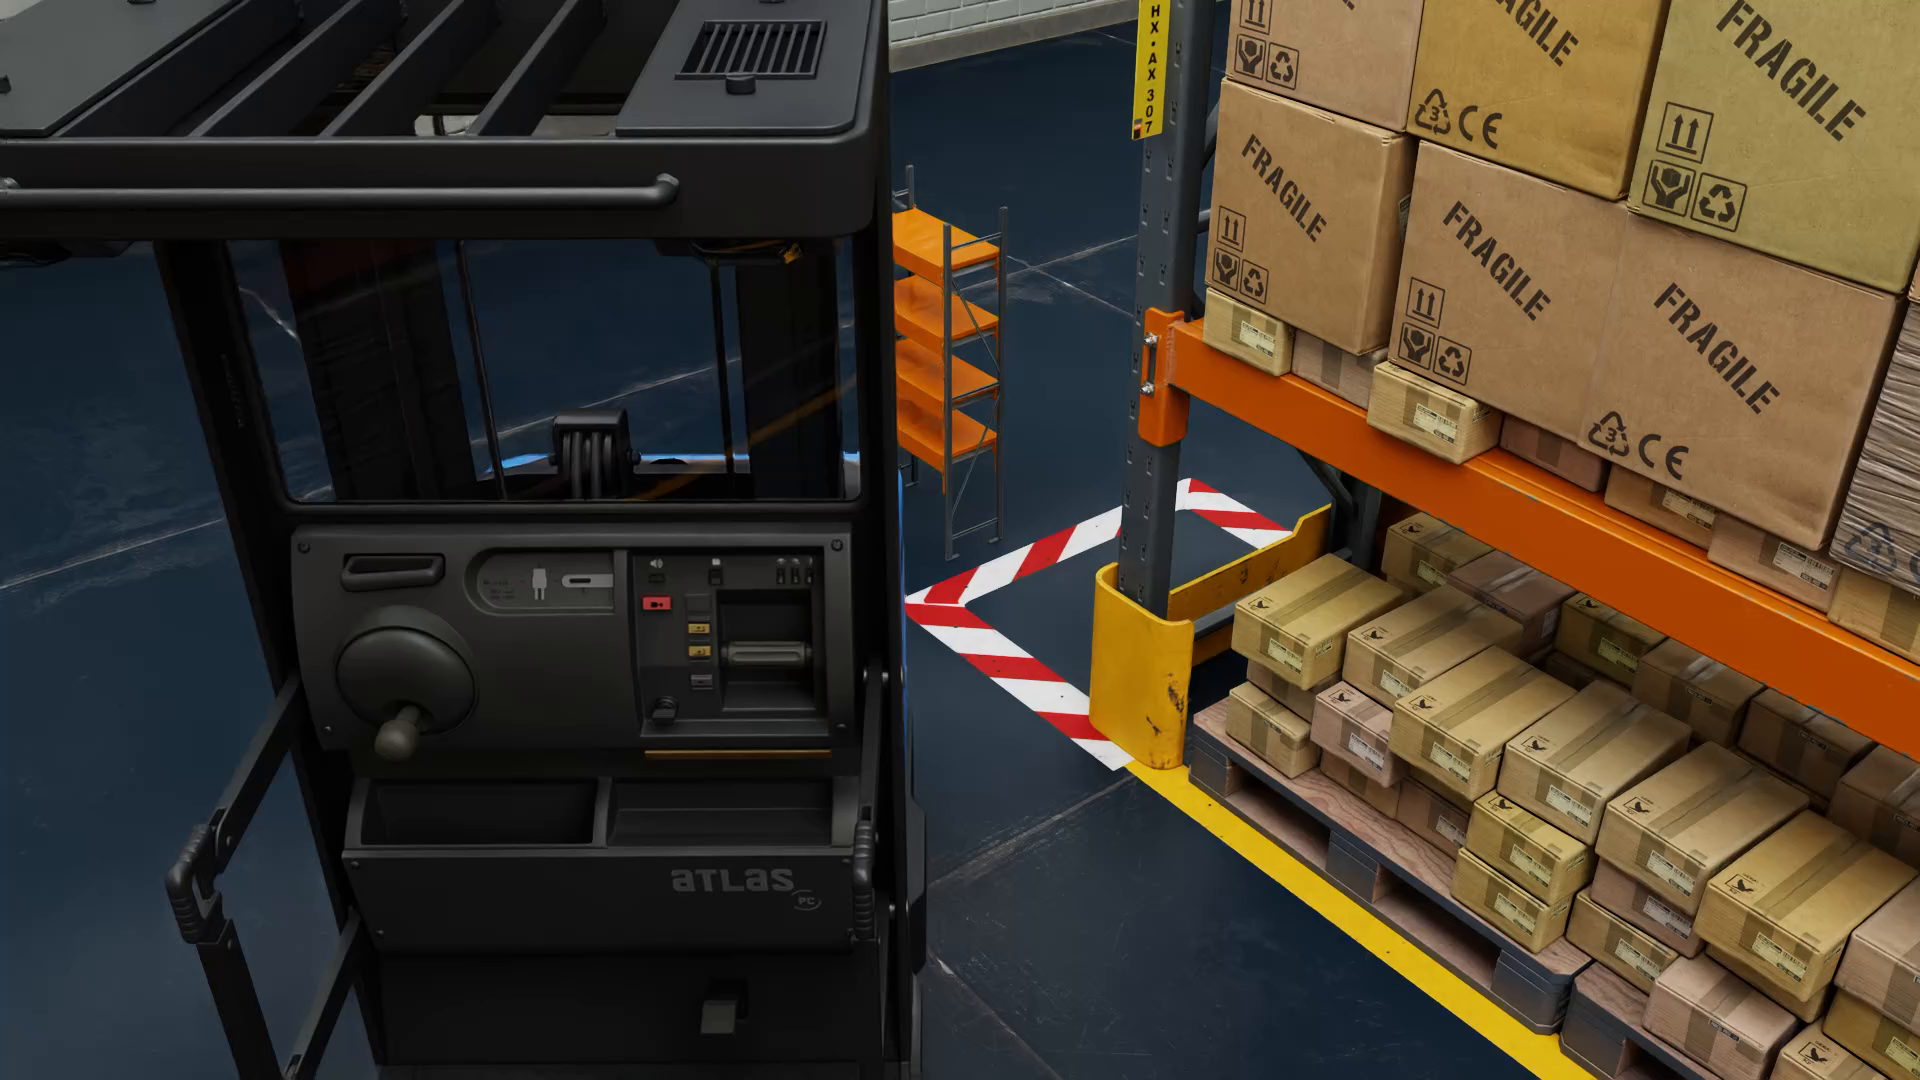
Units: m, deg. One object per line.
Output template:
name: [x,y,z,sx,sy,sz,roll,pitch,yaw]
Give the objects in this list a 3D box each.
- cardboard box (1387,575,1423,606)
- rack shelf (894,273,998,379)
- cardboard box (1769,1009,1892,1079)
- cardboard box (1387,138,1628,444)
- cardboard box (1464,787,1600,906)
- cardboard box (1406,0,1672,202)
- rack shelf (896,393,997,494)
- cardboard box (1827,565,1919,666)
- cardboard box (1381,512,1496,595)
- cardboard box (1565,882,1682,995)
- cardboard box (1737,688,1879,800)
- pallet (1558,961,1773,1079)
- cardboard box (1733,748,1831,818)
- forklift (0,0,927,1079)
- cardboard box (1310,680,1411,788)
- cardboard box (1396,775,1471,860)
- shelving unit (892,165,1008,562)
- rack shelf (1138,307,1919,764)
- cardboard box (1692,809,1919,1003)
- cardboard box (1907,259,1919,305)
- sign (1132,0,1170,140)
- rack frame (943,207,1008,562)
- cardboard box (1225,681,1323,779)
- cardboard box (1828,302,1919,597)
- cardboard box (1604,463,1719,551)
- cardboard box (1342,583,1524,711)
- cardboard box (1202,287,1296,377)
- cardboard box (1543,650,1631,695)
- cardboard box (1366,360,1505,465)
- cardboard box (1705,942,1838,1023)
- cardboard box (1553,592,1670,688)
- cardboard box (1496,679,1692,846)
cardboard box: [1.422,0.133,4.715,0.380,0.149,0.250,-23,39,-33]
rack shelf: [-0.101,-0.712,5.462,0.258,0.148,0.480,-22,38,-31]
cardboard box: [1.901,1.094,3.450,0.380,0.149,0.250,-22,38,-31]
cardboard box: [1.278,-0.579,3.462,0.500,0.500,0.500,-22,38,-31]
cardboard box: [1.406,0.654,3.875,0.380,0.149,0.250,-21,38,-30]
cardboard box: [1.253,-1.013,3.214,0.500,0.500,0.500,-21,38,-30]
rack shelf: [-0.102,-0.353,5.685,0.258,0.148,0.480,-22,38,-31]
cardboard box: [1.810,0.080,3.016,0.380,0.149,0.250,-21,37,-30]
cardboard box: [1.398,0.017,4.619,0.380,0.149,0.250,-22,38,-31]
cardboard box: [1.626,0.855,3.835,0.380,0.149,0.250,-22,38,-31]
cardboard box: [2.083,0.430,3.955,0.380,0.149,0.250,-21,37,-30]
pallet: [2.134,1.173,3.661,1.003,0.211,1.213,-22,38,-31]
cardboard box: [2.070,0.560,4.027,0.380,0.149,0.250,-22,38,-31]
forklift: [-0.641,0.225,2.610,1.130,2.935,3.031,0,32,0]
cardboard box: [1.115,0.439,4.222,0.380,0.149,0.250,-22,38,-32]
cardboard box: [1.324,0.637,4.185,0.380,0.149,0.250,-22,38,-31]
shelving unit: [-0.101,-0.579,5.545,0.258,1.200,0.503,-22,38,-31]
rack shelf: [2.099,0.238,3.206,1.077,0.370,4.000,-22,38,-31]
cardboard box: [1.749,0.749,3.441,0.380,0.149,0.250,-22,38,-31]
cardboard box: [1.870,-0.578,2.514,0.500,0.500,0.500,-24,39,-33]
sign: [0.444,-1.093,3.847,0.100,0.325,0.005,-22,38,-31]
rack frame: [0.048,-0.477,5.381,0.240,1.200,0.015,-22,38,-31]
cardboard box: [0.941,0.454,4.481,0.380,0.149,0.250,-21,38,-30]
cardboard box: [1.886,-0.160,2.788,0.500,0.500,0.500,-23,39,-33]
cardboard box: [1.538,-0.147,3.381,0.380,0.149,0.250,-23,38,-32]
cardboard box: [1.190,0.283,4.191,0.380,0.149,0.250,-22,38,-31]
cardboard box: [0.813,-0.553,4.036,0.380,0.149,0.250,-23,38,-32]
cardboard box: [1.742,0.349,4.367,0.380,0.149,0.250,-24,39,-33]
cardboard box: [1.124,-0.331,3.678,0.380,0.149,0.250,-23,39,-33]
cardboard box: [1.843,0.834,3.586,0.380,0.149,0.250,-20,37,-29]
cardboard box: [1.766,0.208,4.313,0.380,0.149,0.250,-23,39,-32]
cardboard box: [1.461,0.506,3.832,0.380,0.149,0.250,-24,39,-34]
